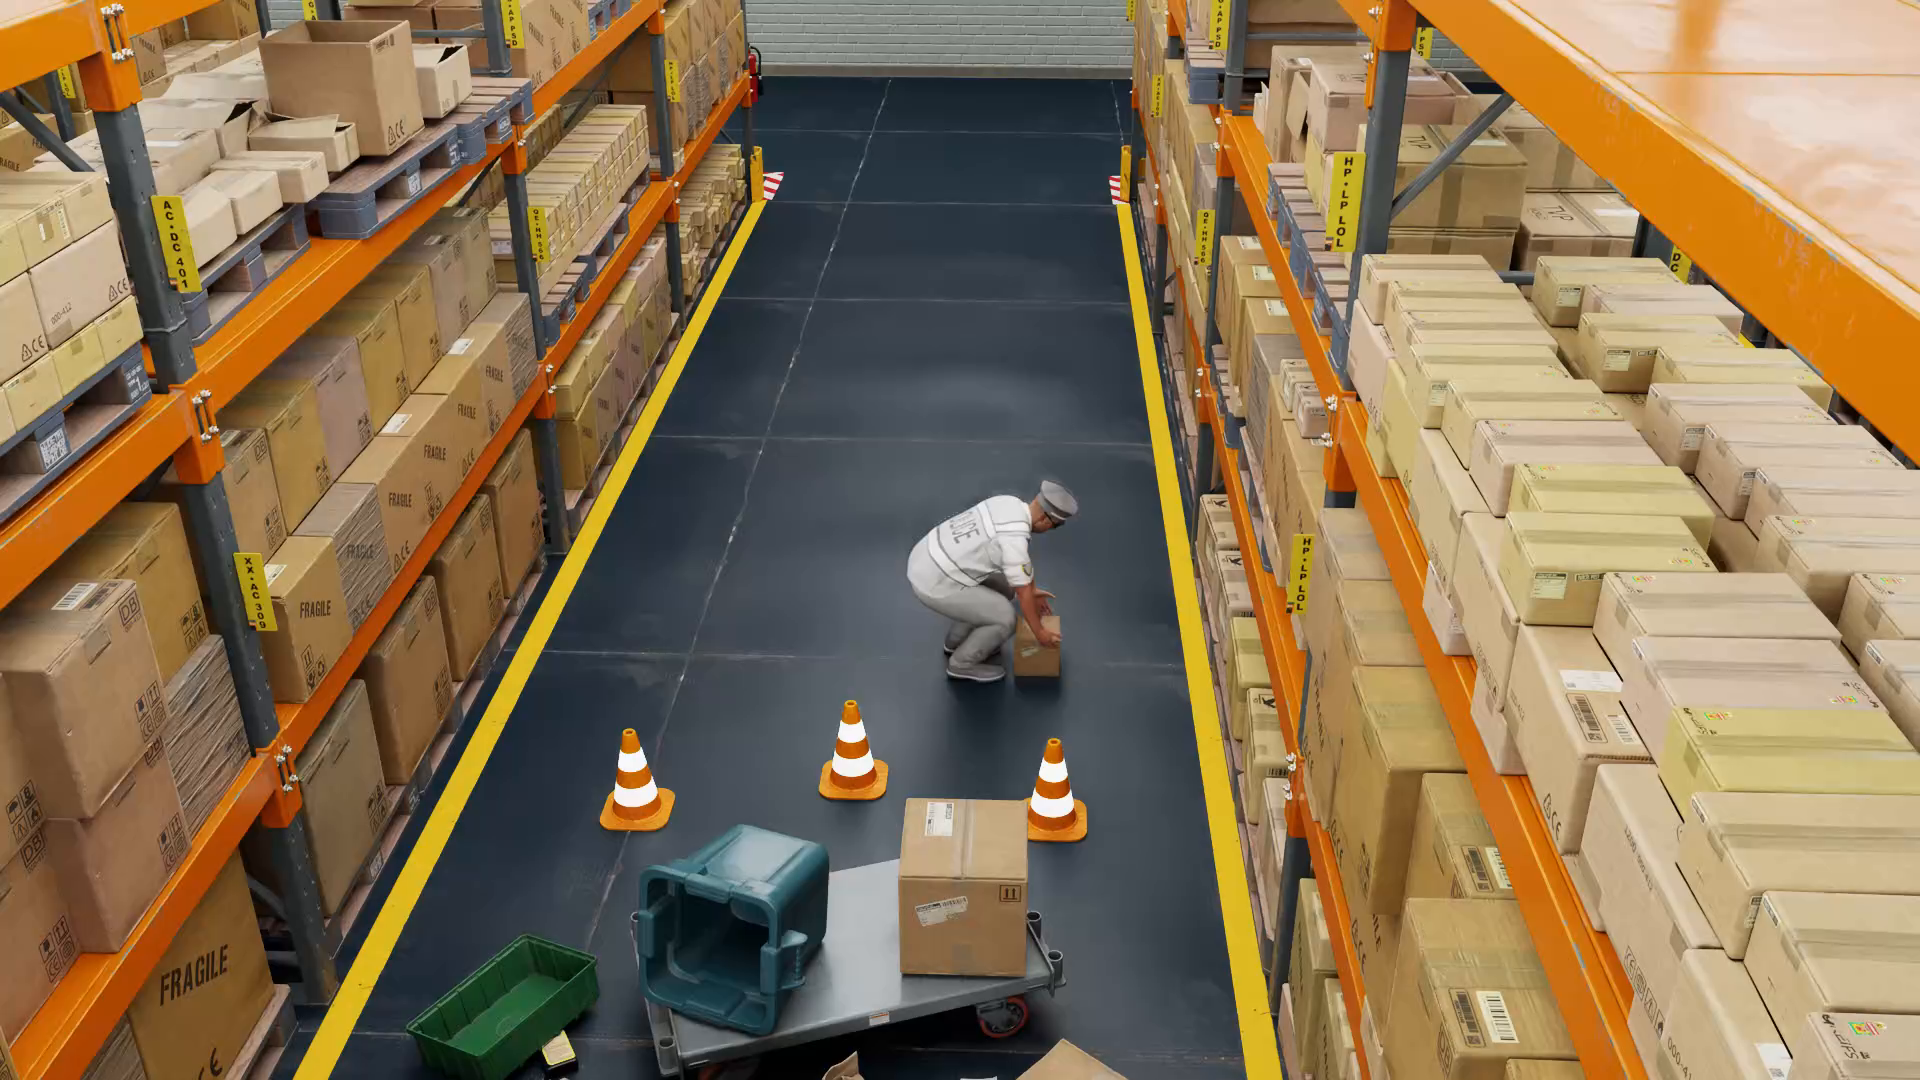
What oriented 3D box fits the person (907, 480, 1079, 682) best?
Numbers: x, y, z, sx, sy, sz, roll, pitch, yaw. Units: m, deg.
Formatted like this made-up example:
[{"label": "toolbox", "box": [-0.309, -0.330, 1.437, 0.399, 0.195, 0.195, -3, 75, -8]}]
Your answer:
[{"label": "person", "box": [0.177, 0.200, 9.173, 0.928, 1.100, 0.568, 1, 28, 2]}]
